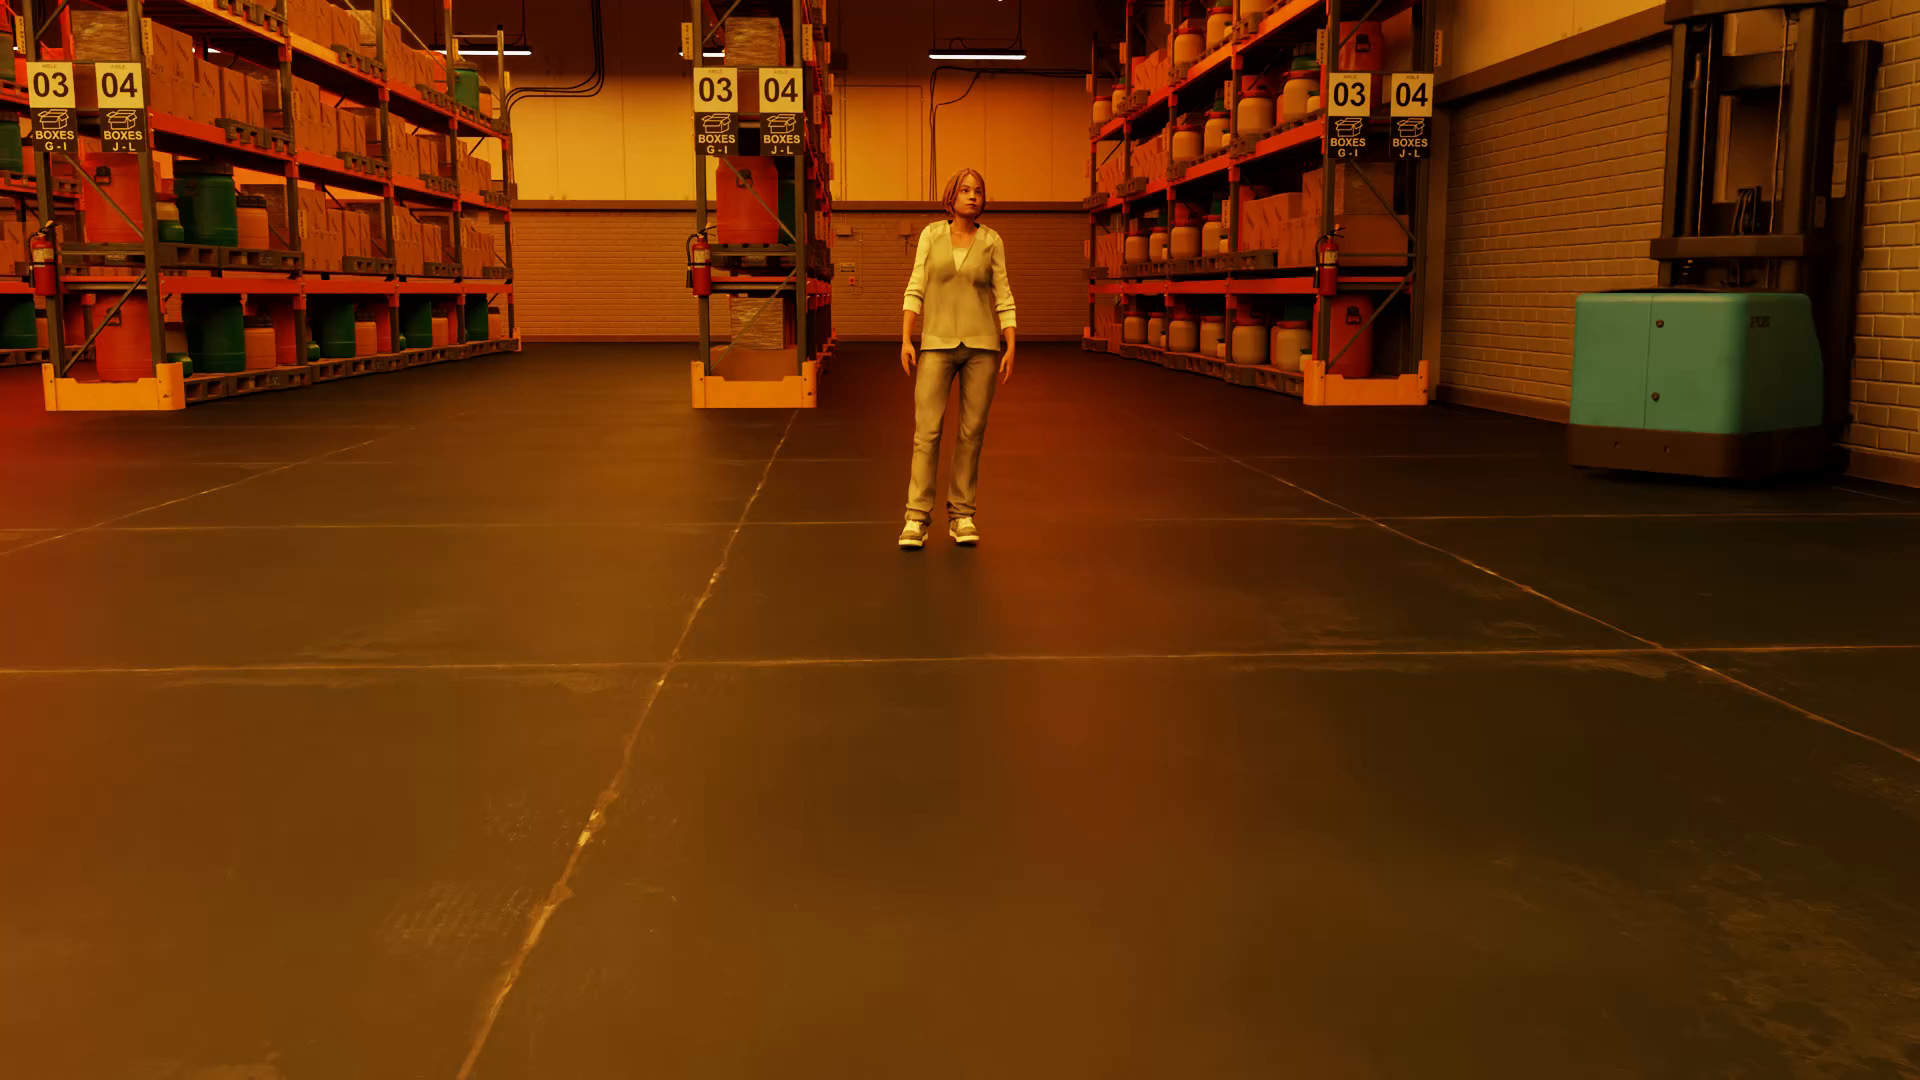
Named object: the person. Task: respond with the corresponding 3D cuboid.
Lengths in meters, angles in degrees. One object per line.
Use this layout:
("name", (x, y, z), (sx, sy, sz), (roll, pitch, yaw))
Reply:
("person", (-0.010, -0.786, 7.118), (0.520, 1.597, 0.475), (-1, 8, -4))

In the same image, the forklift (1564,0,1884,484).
("forklift", (5.053, -1.908, 10.183), (3.031, 2.935, 1.130), (-7, 11, -38))
